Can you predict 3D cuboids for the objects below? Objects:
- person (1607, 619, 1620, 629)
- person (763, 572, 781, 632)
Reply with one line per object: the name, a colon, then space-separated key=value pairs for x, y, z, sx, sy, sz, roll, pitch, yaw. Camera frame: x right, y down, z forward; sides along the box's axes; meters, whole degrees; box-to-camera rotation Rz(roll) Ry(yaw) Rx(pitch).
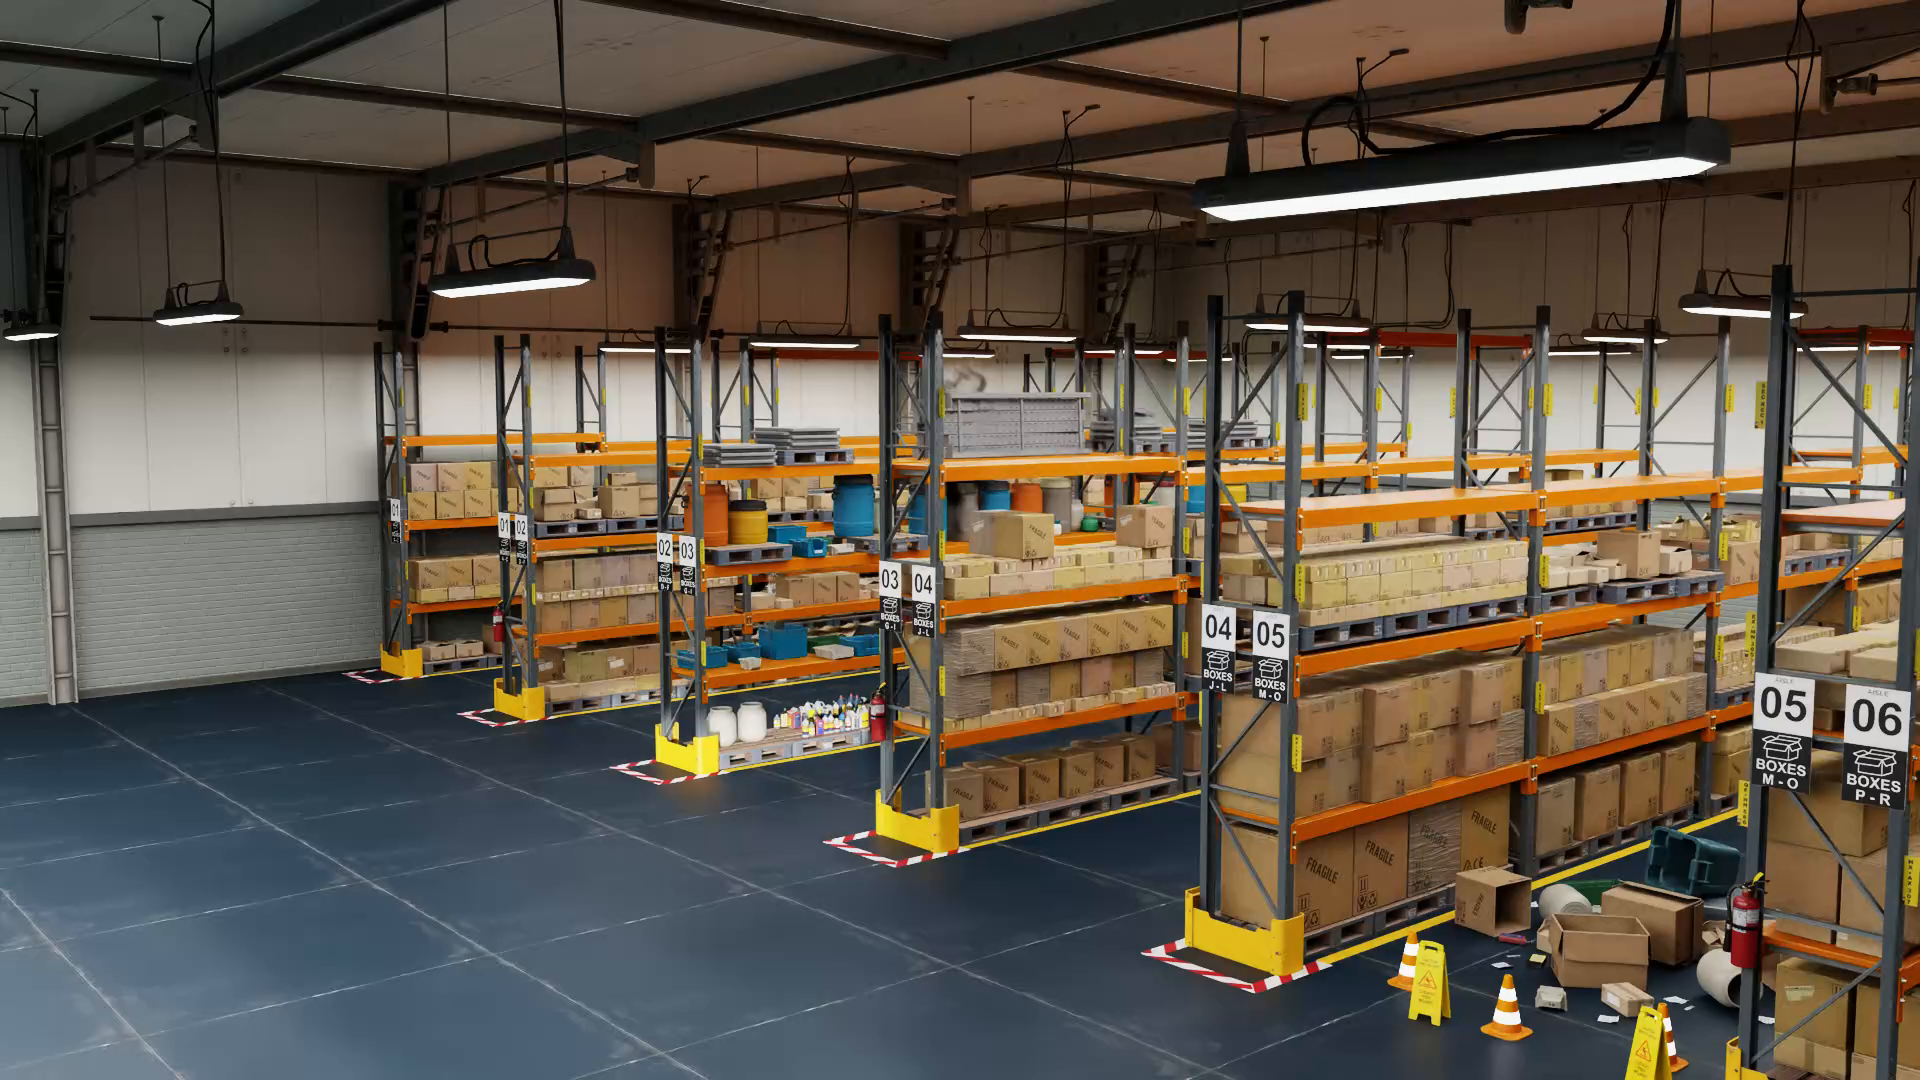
person: x=9.994 y=2.027 z=25.499 sx=0.587 sy=1.715 sz=0.691 roll=5 pitch=7 yaw=41
person: x=-3.668 y=1.397 z=32.373 sx=0.611 sy=1.643 sz=0.548 roll=4 pitch=7 yaw=38
